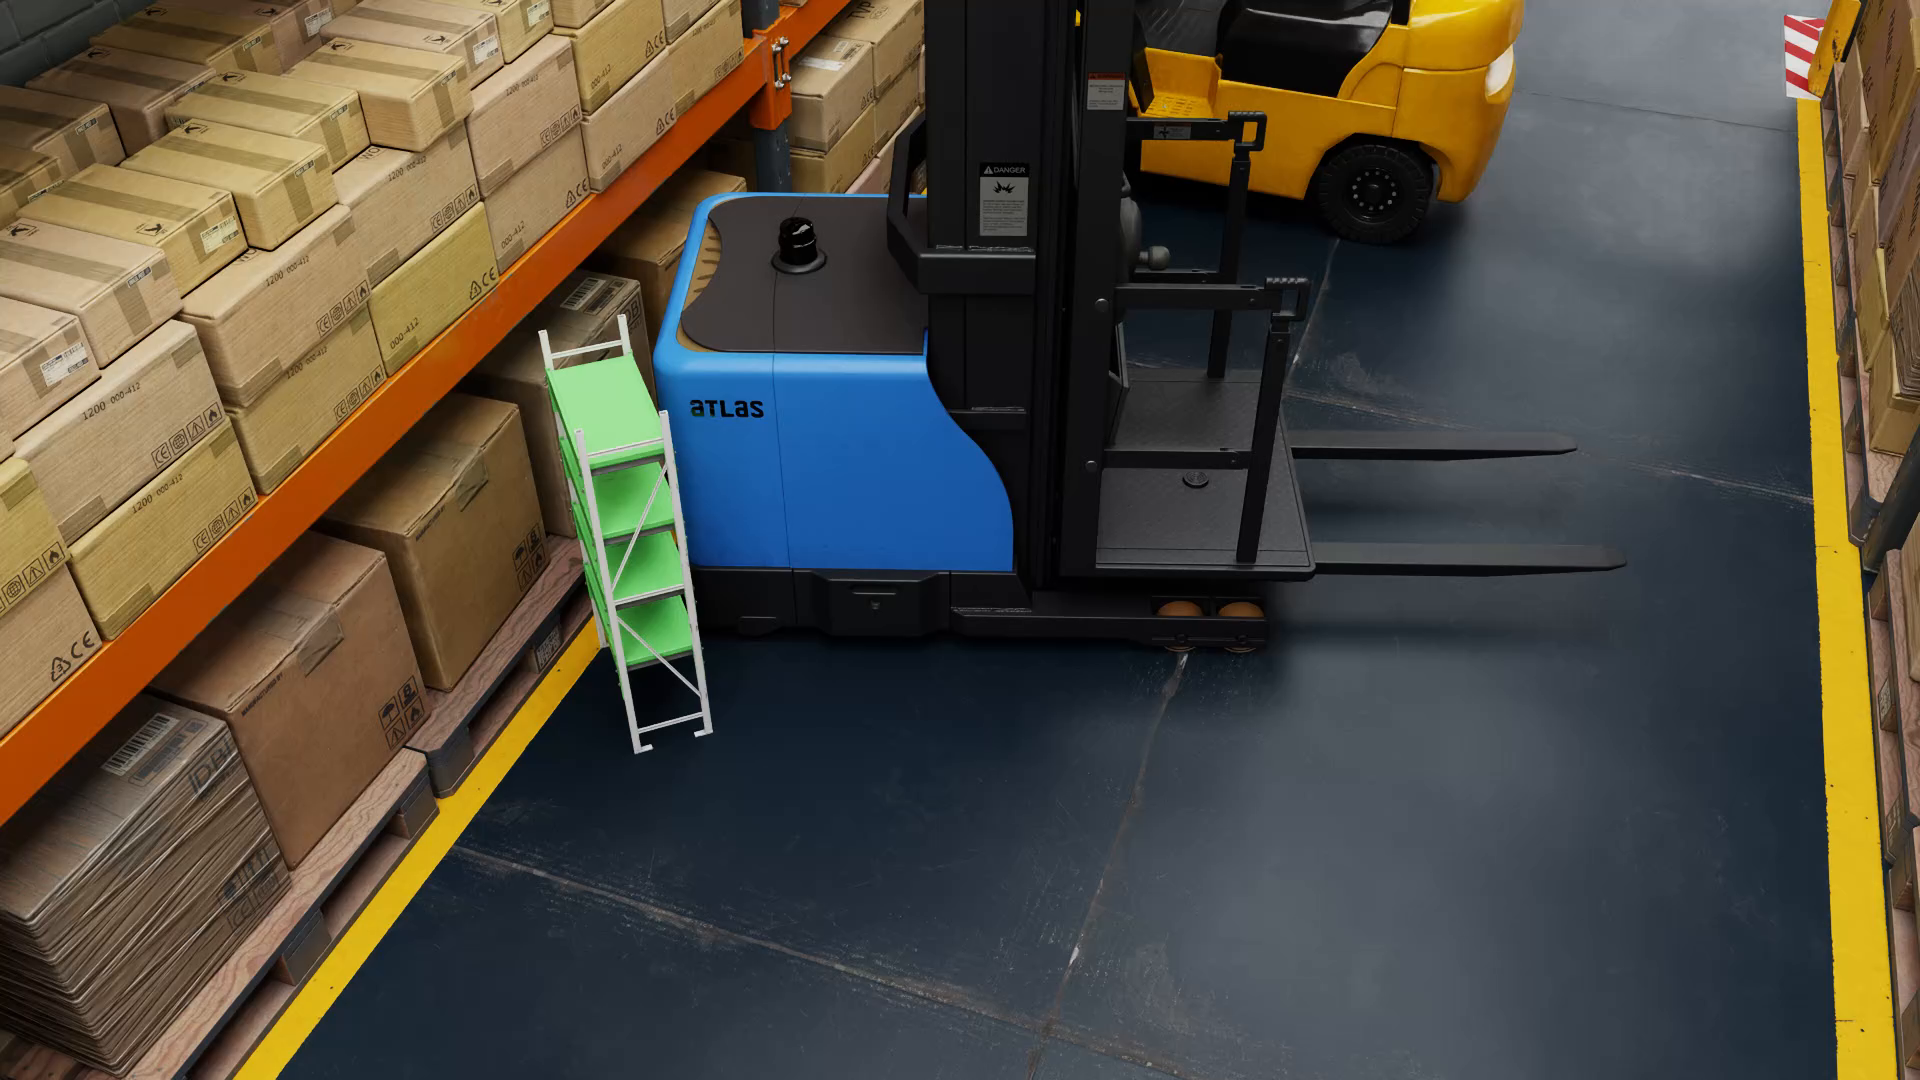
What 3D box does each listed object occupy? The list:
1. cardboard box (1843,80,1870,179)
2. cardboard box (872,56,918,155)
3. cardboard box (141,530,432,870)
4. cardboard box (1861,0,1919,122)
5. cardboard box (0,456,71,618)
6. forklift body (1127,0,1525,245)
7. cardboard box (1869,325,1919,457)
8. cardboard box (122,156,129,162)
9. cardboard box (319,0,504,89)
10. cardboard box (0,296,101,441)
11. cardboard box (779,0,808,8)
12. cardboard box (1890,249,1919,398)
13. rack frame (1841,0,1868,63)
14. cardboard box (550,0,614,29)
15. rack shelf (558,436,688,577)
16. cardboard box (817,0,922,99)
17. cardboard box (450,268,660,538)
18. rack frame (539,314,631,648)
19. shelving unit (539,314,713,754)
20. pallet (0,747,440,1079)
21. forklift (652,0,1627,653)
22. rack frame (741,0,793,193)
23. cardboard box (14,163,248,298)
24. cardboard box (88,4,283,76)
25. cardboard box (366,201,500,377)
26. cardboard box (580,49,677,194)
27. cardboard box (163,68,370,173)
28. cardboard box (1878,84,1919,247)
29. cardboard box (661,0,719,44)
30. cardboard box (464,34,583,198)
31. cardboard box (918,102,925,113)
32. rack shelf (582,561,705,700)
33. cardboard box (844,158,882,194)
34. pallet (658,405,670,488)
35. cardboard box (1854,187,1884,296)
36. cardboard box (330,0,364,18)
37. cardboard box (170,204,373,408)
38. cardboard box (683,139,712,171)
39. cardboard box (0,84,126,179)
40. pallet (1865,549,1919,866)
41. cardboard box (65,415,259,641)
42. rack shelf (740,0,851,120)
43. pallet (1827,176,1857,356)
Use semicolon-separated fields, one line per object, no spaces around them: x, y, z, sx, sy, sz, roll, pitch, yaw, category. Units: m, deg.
4.191;-1.771;7.310;0.500;0.250;0.500;15;43;17;cardboard box
-0.500;-1.896;7.071;0.500;0.250;0.500;13;42;15;cardboard box
-2.051;0.348;4.537;0.875;0.625;0.625;15;43;16;cardboard box
4.190;-2.032;7.038;0.500;0.500;0.500;12;42;13;cardboard box
-2.088;0.038;3.125;0.500;0.250;0.500;13;42;15;cardboard box
1.308;-2.613;7.155;2.313;2.155;1.214;13;42;15;forklift body
3.490;-0.492;5.811;0.500;0.250;0.500;15;43;17;cardboard box
-2.075;-1.009;4.352;0.500;0.250;0.500;13;42;14;cardboard box
-1.443;-1.299;4.384;0.380;0.149;0.250;14;42;15;cardboard box
-1.954;-0.357;3.281;0.380;0.149;0.250;14;43;16;cardboard box
-0.728;-2.308;6.067;0.500;0.500;0.500;12;42;14;cardboard box
3.490;-0.778;5.568;0.500;0.500;0.500;13;42;14;cardboard box
4.908;-3.398;7.422;1.000;3.000;0.127;13;42;15;rack frame
-1.203;-1.596;4.733;0.380;0.149;0.250;12;42;14;cardboard box
-0.956;-0.128;4.704;0.258;0.148;0.480;-14;43;-16;rack shelf
-0.481;-2.087;6.909;0.500;0.250;0.500;13;42;15;cardboard box
-1.566;-0.522;5.556;0.875;0.625;0.625;13;42;15;cardboard box
-1.045;-0.141;4.991;0.240;1.200;0.015;-14;43;-16;rack frame
-0.956;0.006;4.818;0.258;1.200;0.503;-14;43;-16;shelving unit
-2.175;0.949;4.474;1.003;0.211;1.213;13;42;15;pallet
0.627;-1.106;4.788;3.031;2.935;1.130;1;40;1;forklift
-1.125;-2.058;5.851;1.000;3.000;0.127;13;42;15;rack frame
-1.818;-0.679;3.658;0.380;0.149;0.250;14;42;16;cardboard box
-2.012;-1.256;4.334;0.380;0.149;0.250;14;42;15;cardboard box
-1.587;-0.715;4.392;0.500;0.250;0.500;15;43;16;cardboard box
-1.219;-1.327;5.110;0.500;0.250;0.500;13;42;15;cardboard box
-1.678;-1.001;4.036;0.380;0.149;0.250;13;42;15;cardboard box
3.836;-1.400;6.297;0.500;0.500;0.500;15;43;17;cardboard box
-1.053;-1.834;5.319;0.500;0.250;0.500;12;42;14;cardboard box
-1.403;-1.209;4.586;0.500;0.250;0.500;14;42;16;cardboard box
-0.329;-2.023;7.605;0.500;0.250;0.500;14;42;16;cardboard box
-0.956;0.238;5.015;0.258;0.148;0.480;-14;43;-16;rack shelf
-0.649;-1.393;6.866;0.500;0.250;0.500;14;42;16;cardboard box
-1.341;-0.539;6.219;1.003;0.211;1.213;13;42;15;pallet
3.841;-1.128;6.556;0.500;0.250;0.500;14;42;16;cardboard box
-1.851;-1.565;4.696;0.380;0.149;0.250;13;42;15;cardboard box
-1.744;-0.588;3.858;0.500;0.250;0.500;12;42;14;cardboard box
-1.151;-1.704;6.846;0.500;0.250;0.500;12;42;14;cardboard box
-2.254;-0.953;3.979;0.380;0.149;0.250;13;42;14;cardboard box
3.275;0.578;4.910;1.003;0.211;1.213;13;42;15;pallet
-1.935;-0.083;3.652;0.500;0.250;0.500;12;42;14;cardboard box
-0.442;-3.004;7.514;1.077;0.370;4.000;13;42;15;rack shelf
4.152;-1.061;6.832;1.003;0.211;1.213;13;42;15;pallet
